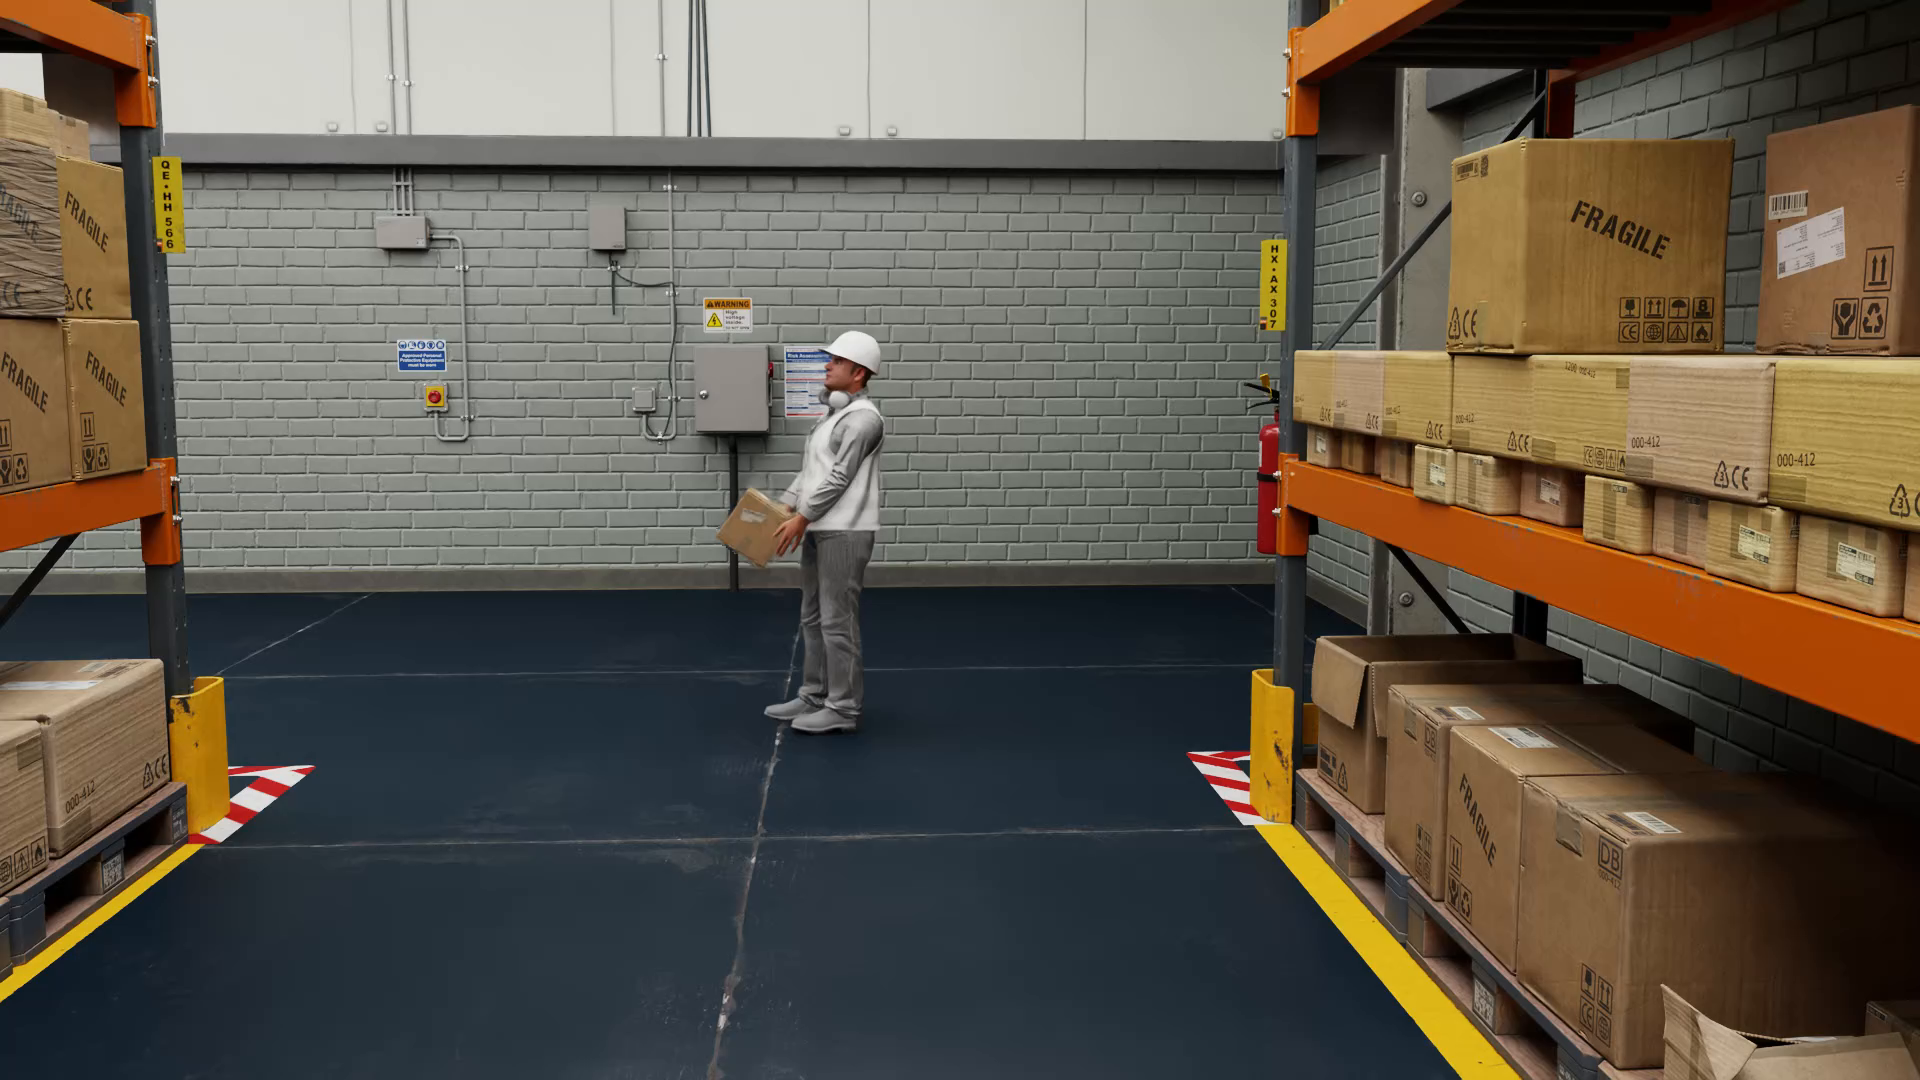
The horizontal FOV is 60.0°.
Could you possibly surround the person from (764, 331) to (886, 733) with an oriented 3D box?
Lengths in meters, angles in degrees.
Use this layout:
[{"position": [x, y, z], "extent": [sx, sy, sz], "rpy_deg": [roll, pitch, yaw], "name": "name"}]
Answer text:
[{"position": [-0.612, -0.037, 7.419], "extent": [0.522, 1.777, 0.561], "rpy_deg": [-2, 7, -18], "name": "person"}]
